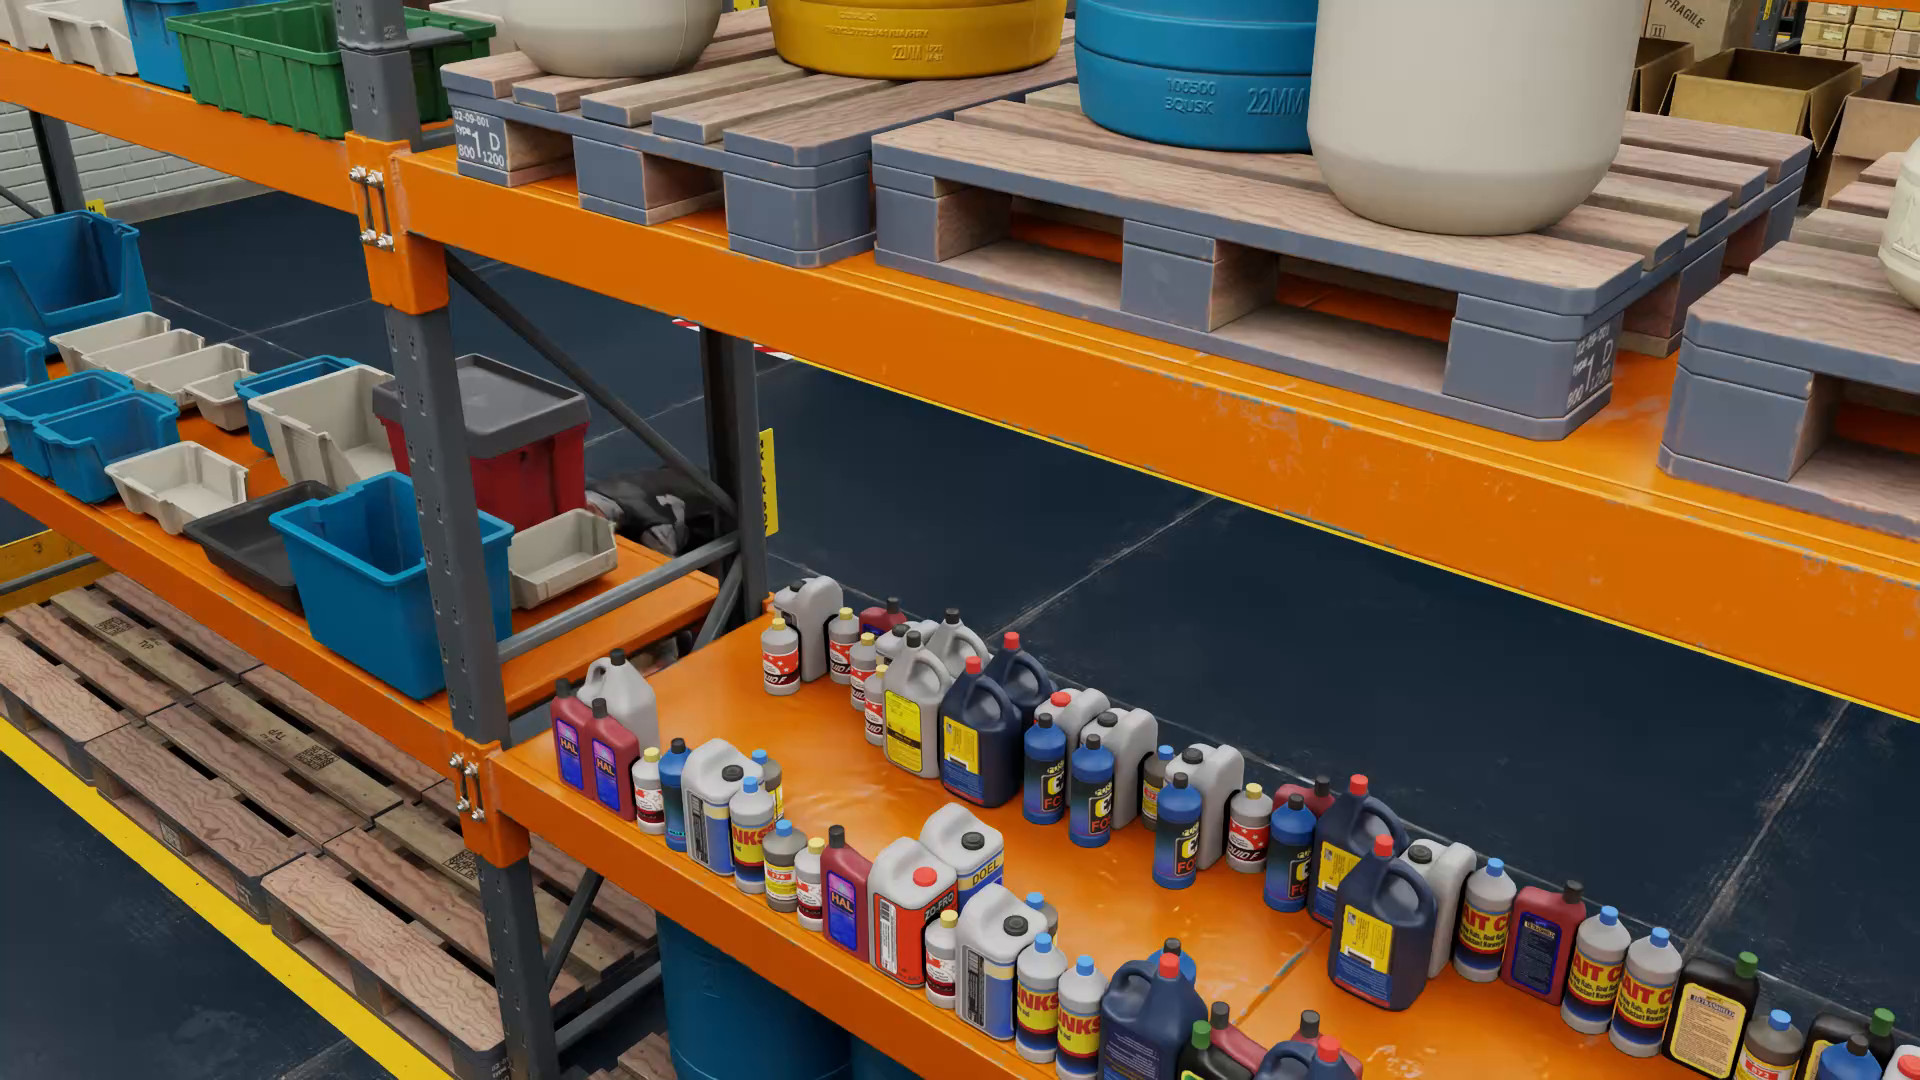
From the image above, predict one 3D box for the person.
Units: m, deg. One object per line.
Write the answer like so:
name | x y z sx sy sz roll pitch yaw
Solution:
person | -0.946 0.002 6.141 0.584 1.719 0.429 18 32 32
